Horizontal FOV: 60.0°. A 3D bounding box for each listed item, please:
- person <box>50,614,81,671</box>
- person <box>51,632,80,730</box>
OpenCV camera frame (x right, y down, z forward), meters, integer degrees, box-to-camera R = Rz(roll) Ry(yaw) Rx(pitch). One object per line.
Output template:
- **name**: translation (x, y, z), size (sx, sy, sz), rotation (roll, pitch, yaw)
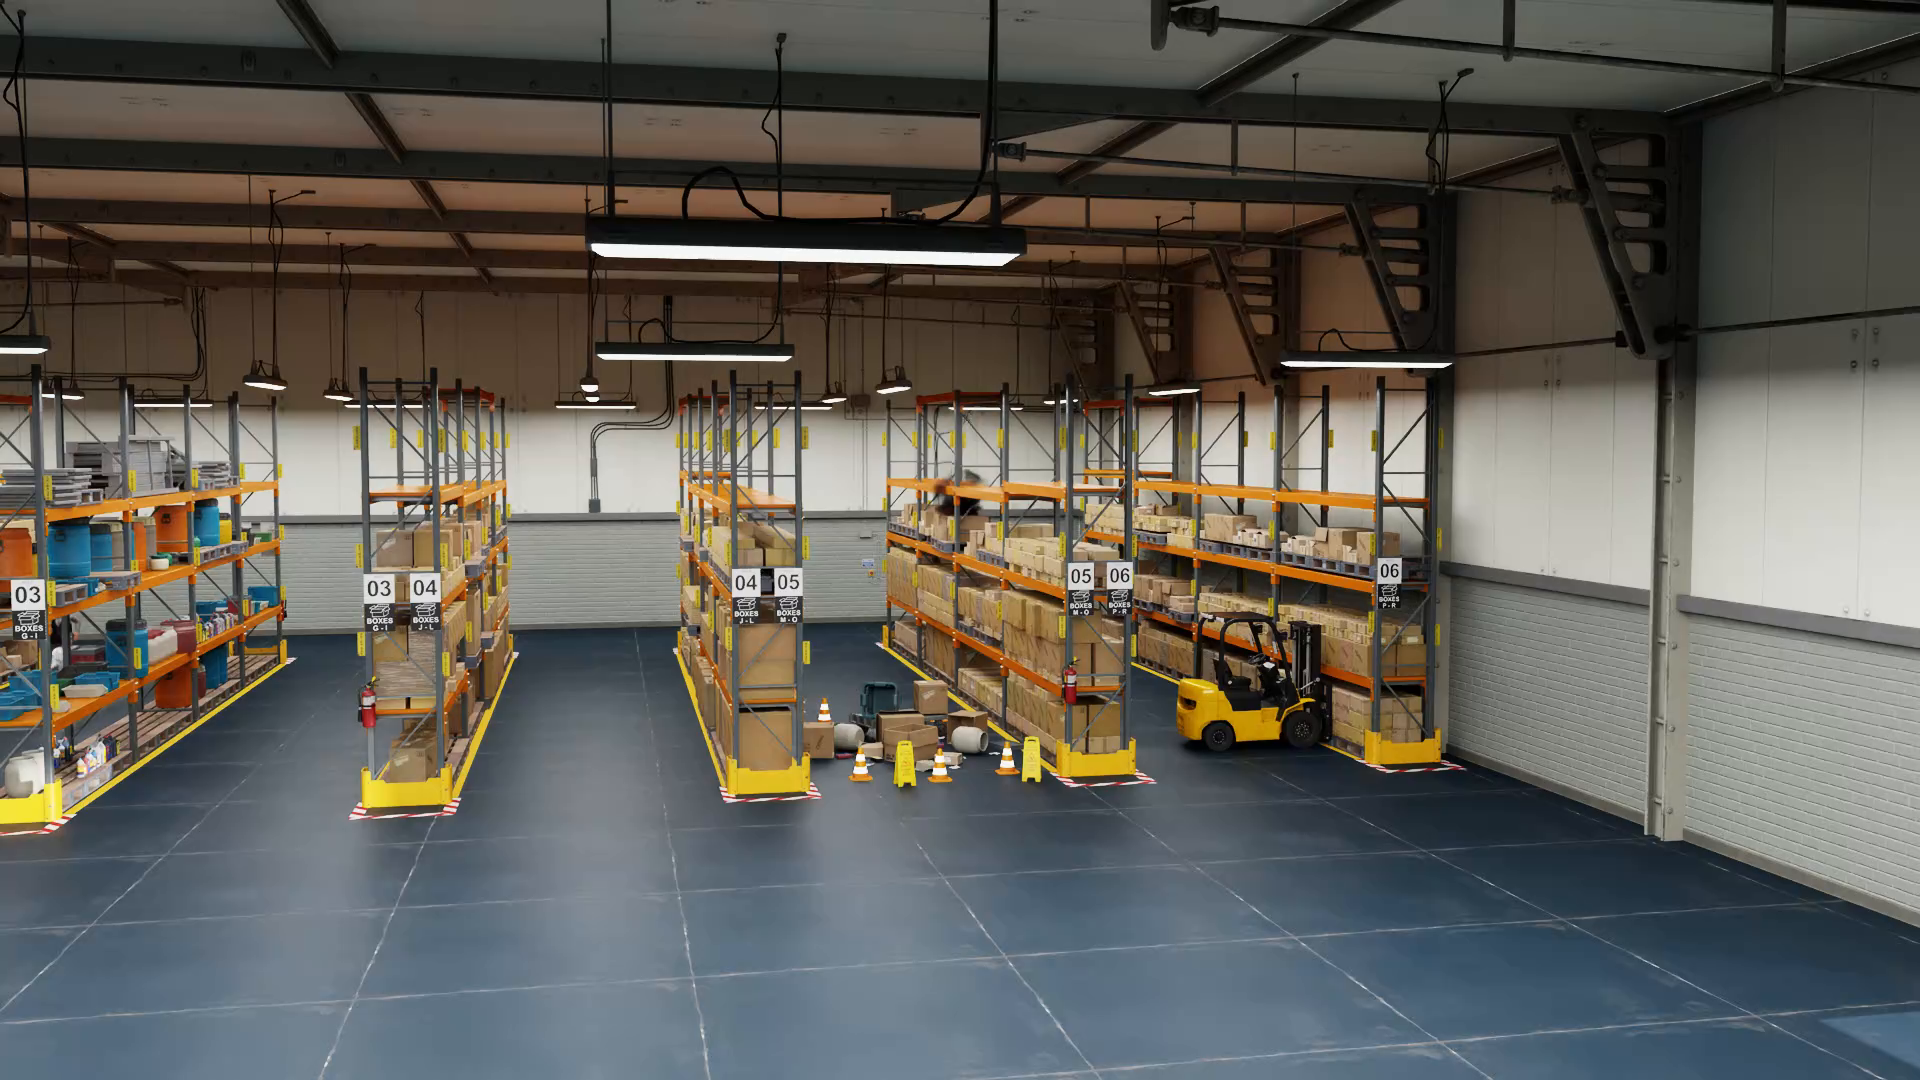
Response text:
- **person**: translation (-18.261, 2.136, 33.799), size (0.662, 1.776, 0.904), rotation (-1, 4, -14)
- **person**: translation (-15.580, 2.443, 29.091), size (0.588, 1.736, 0.793), rotation (0, 3, -8)
